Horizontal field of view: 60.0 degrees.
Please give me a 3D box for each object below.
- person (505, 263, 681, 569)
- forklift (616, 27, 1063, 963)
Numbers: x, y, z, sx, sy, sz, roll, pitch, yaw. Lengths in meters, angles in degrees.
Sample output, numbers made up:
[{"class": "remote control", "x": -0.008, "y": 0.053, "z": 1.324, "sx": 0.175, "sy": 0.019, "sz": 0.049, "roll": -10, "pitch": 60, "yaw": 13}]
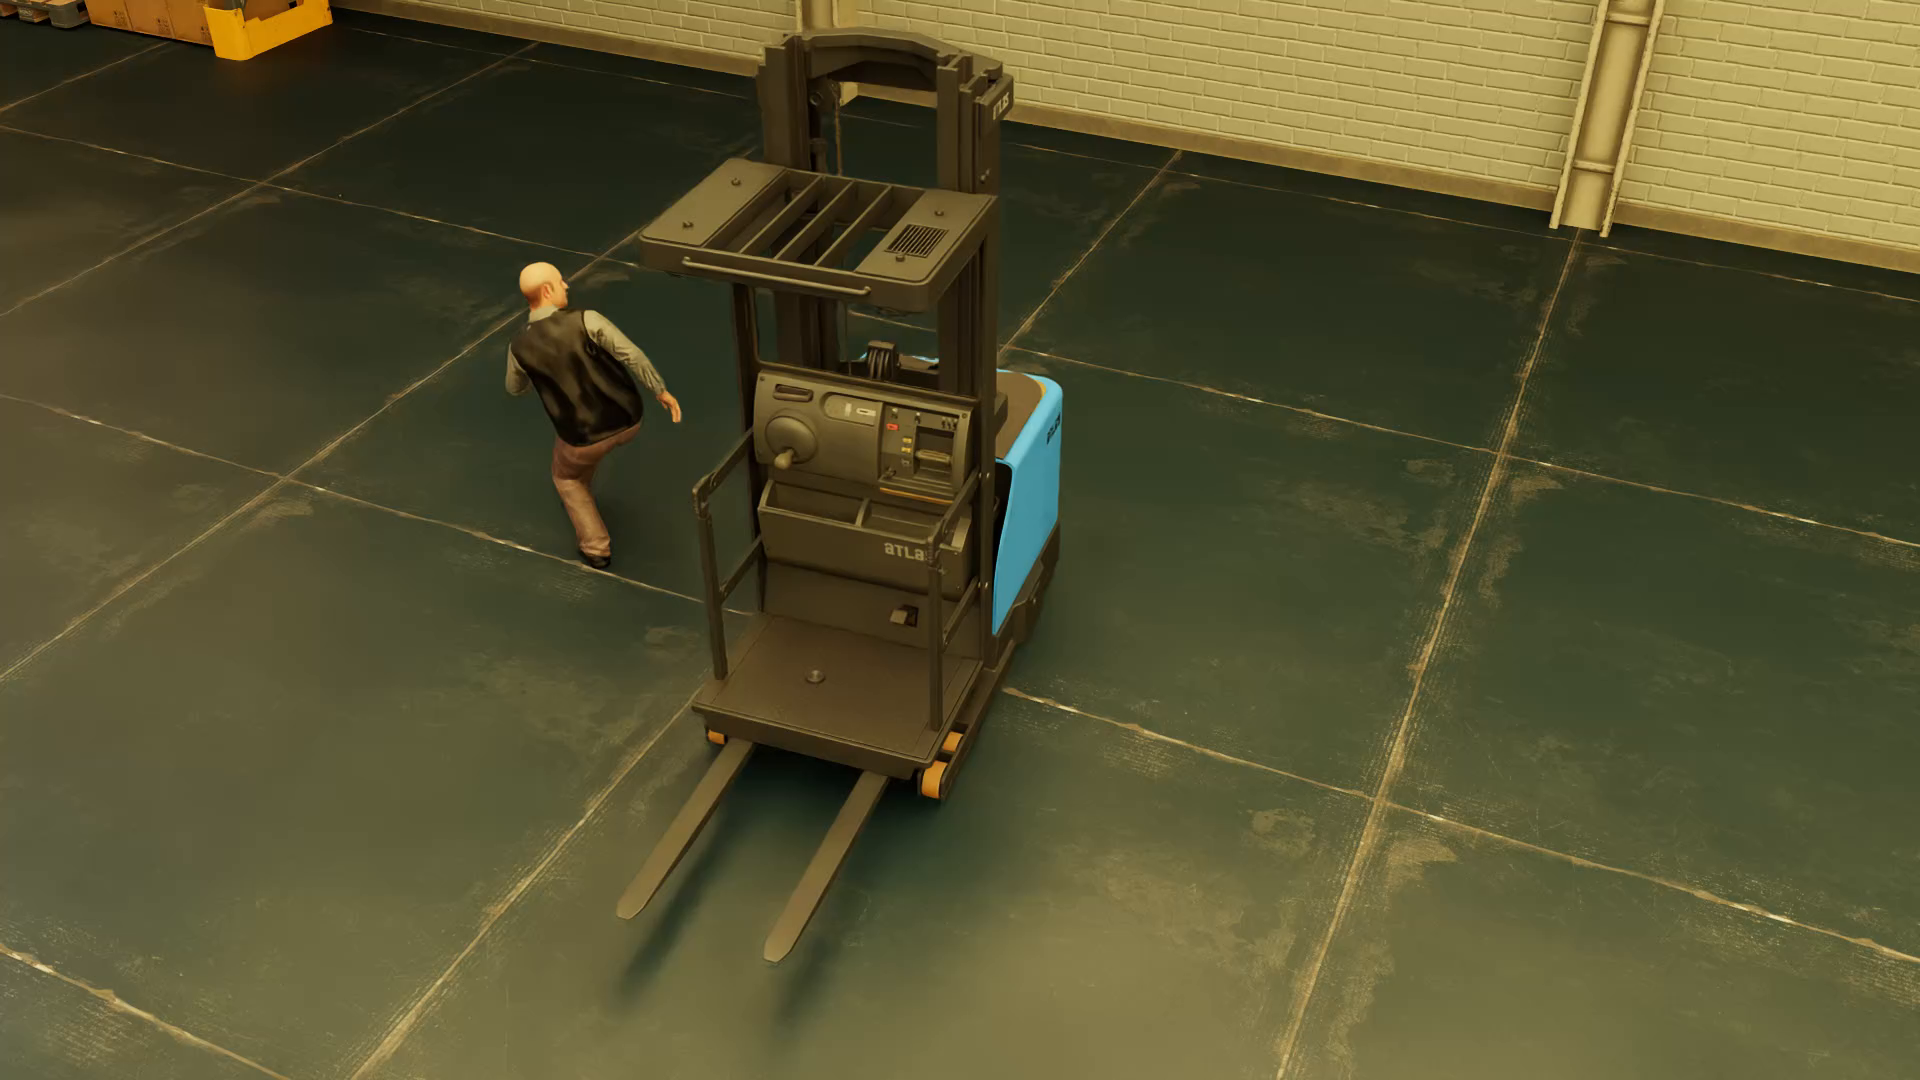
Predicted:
[{"class": "person", "x": -1.847, "y": -0.683, "z": 8.254, "sx": 0.745, "sy": 1.555, "sz": 0.770, "roll": -16, "pitch": 39, "yaw": -21}, {"class": "forklift", "x": -0.474, "y": -0.363, "z": 6.596, "sx": 1.130, "sy": 2.935, "sz": 3.031, "roll": 12, "pitch": 37, "yaw": 16}]
